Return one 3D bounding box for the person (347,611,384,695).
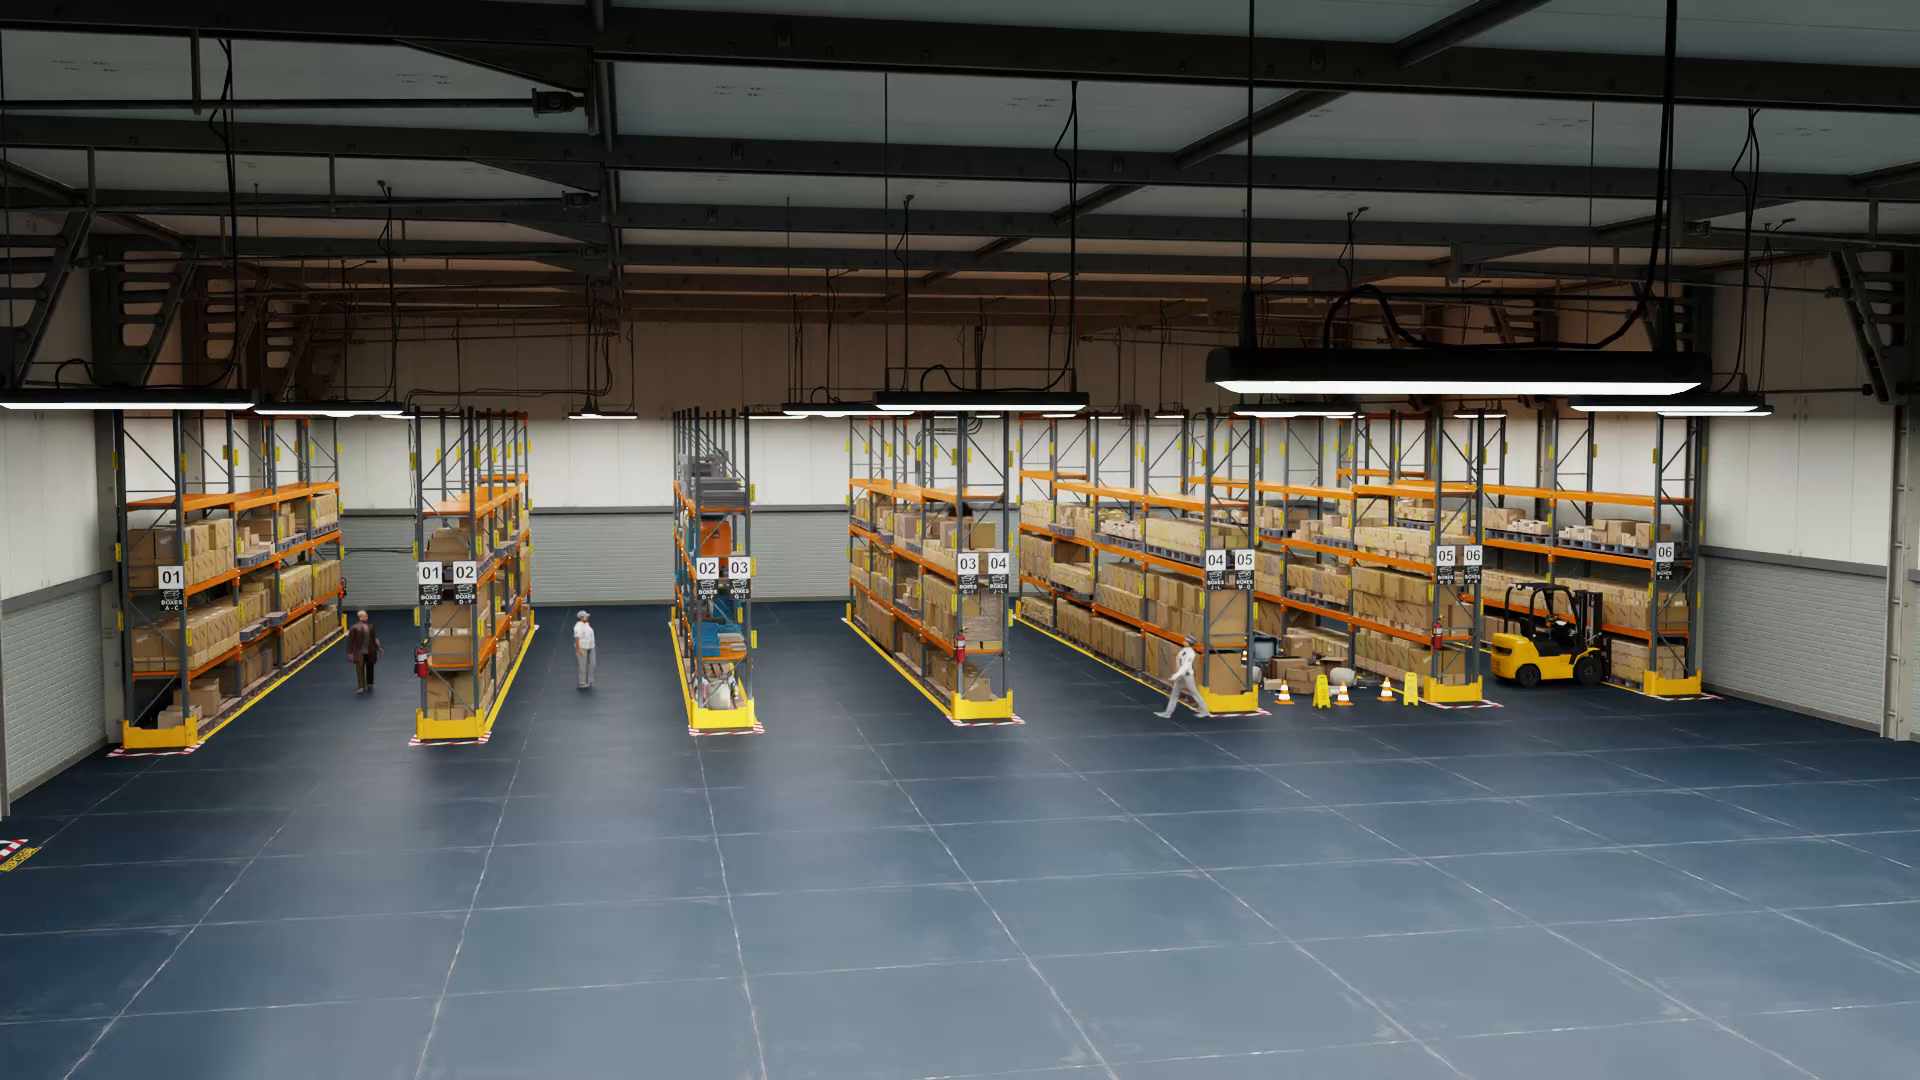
[{"bbox_3d":[-12.529,2.356,35.028,0.735,1.727,1.129,-1,4,-19],"label":"person"}]

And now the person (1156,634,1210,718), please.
[{"bbox_3d":[4.289,2.618,32.022,1.015,1.626,0.565,-1,4,-15],"label":"person"}]

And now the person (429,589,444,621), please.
[{"bbox_3d":[-14.497,1.515,47.089,1.061,1.746,0.660,1,4,9],"label":"person"}]

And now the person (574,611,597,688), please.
[{"bbox_3d":[-8.095,2.371,35.932,0.400,1.688,0.569,3,5,39],"label":"person"}]
